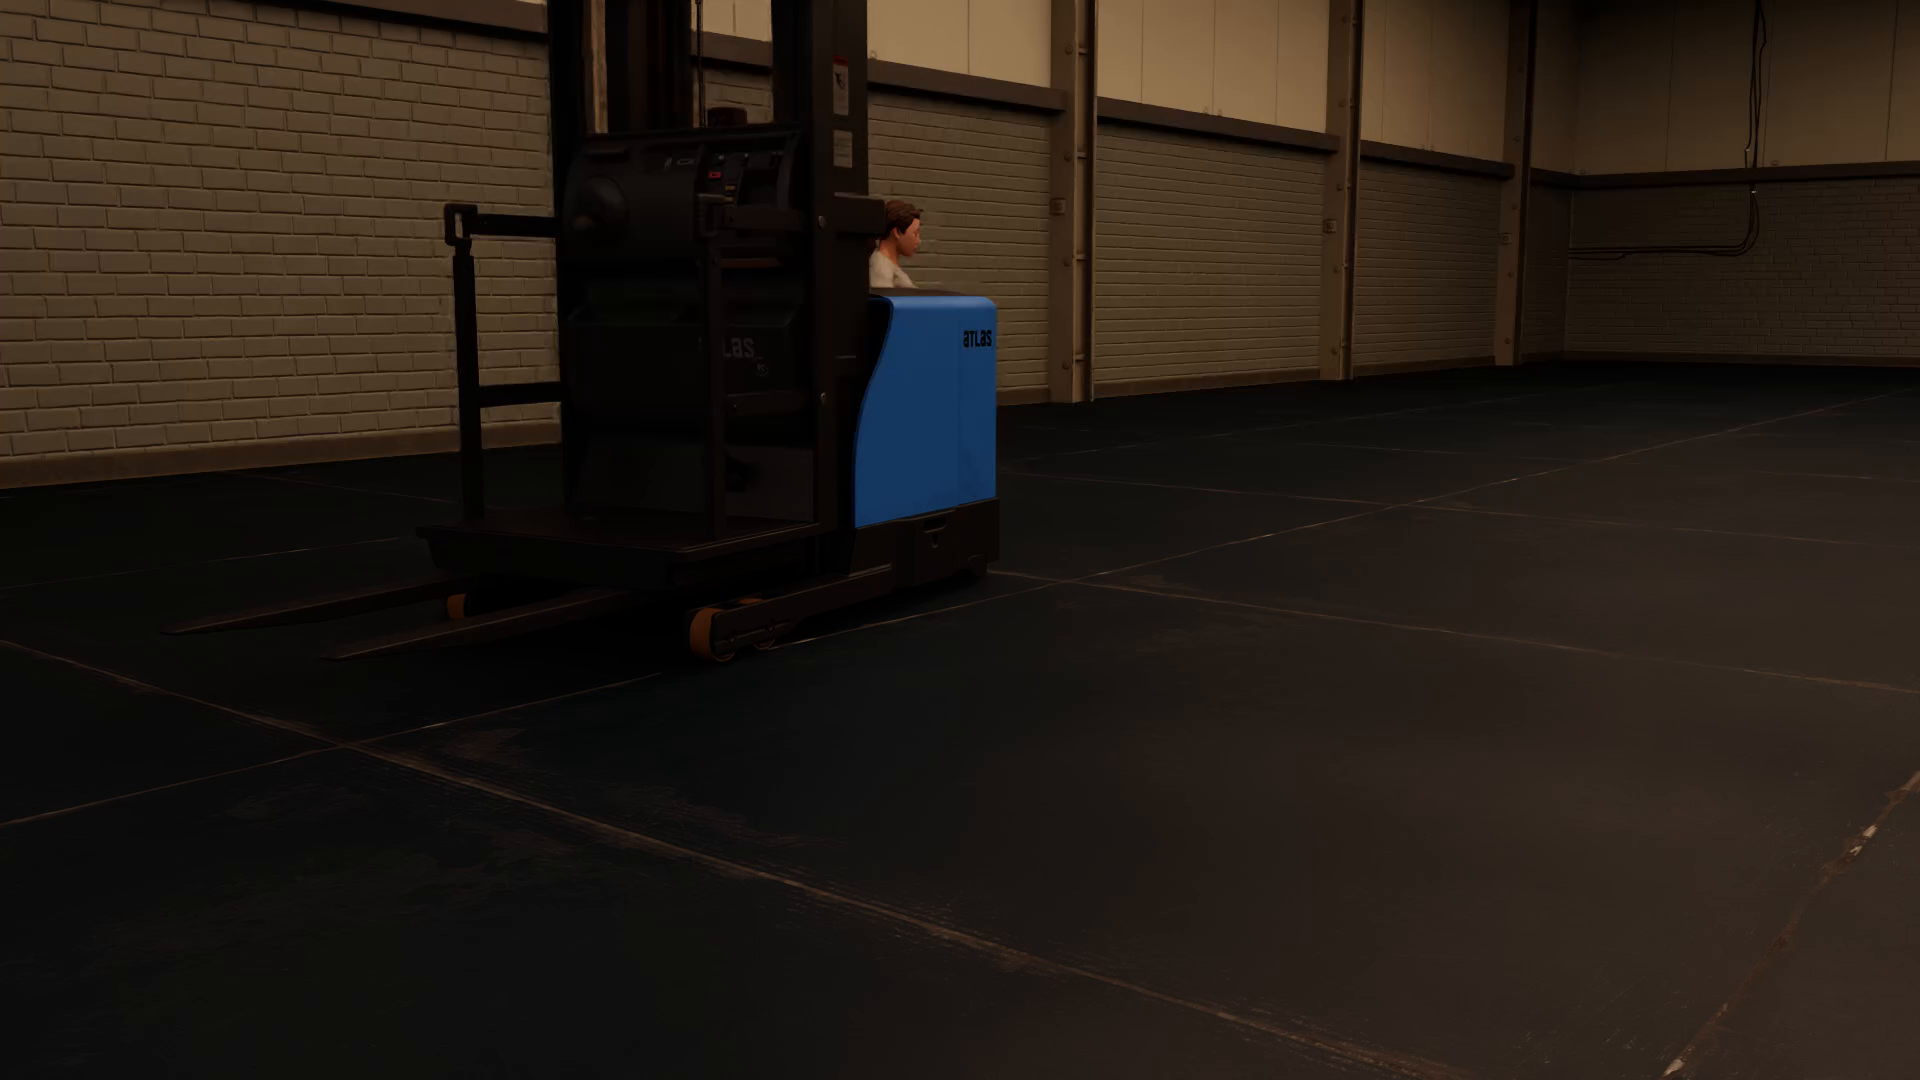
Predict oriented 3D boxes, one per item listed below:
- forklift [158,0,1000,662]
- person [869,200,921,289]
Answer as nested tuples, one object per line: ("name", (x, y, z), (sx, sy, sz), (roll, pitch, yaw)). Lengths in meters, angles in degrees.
("forklift", (-1.017, -1.162, 5.221), (1.130, 2.935, 3.031), (5, 10, 30))
("person", (-0.273, -0.835, 7.947), (0.700, 1.551, 0.870), (1, 8, 4))
